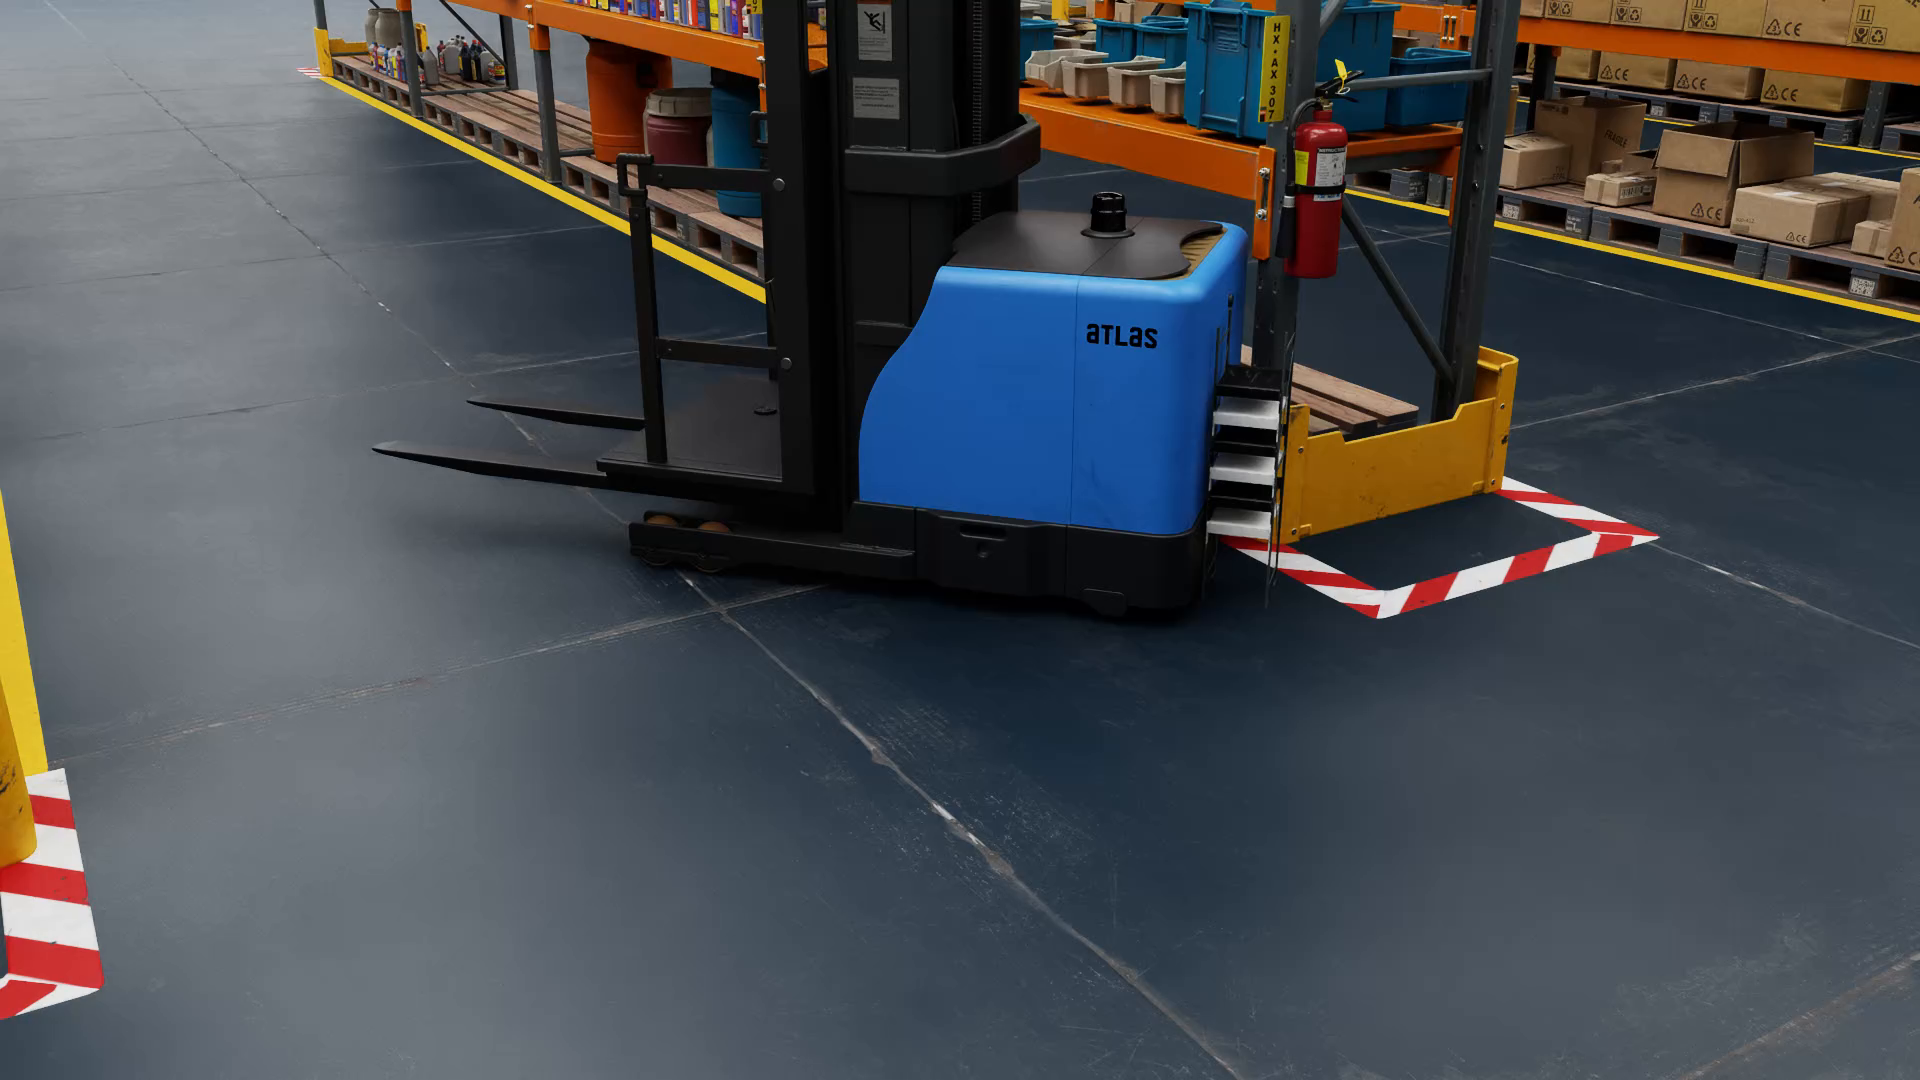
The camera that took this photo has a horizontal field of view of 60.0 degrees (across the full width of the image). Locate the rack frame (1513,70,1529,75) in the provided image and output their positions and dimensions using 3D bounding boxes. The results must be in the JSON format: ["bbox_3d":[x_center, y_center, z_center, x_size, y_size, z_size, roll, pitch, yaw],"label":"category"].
[{"bbox_3d":[5.897,-6.031,16.666,1.000,3.000,0.127,-13,25,-28],"label":"rack frame"}]

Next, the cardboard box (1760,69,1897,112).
[{"bbox_3d":[7.497,-4.120,14.263,0.750,0.750,0.750,-12,25,-28],"label":"cardboard box"}]

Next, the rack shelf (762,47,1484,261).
[{"bbox_3d":[0.445,-1.850,7.335,1.077,0.370,4.000,-13,25,-28],"label":"rack shelf"}]

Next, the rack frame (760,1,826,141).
[{"bbox_3d":[-0.576,-2.831,8.792,1.000,3.000,0.127,-13,25,-28],"label":"rack frame"}]

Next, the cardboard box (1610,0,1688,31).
[{"bbox_3d":[4.228,-3.284,9.774,0.500,0.500,0.500,-13,25,-29],"label":"cardboard box"}]

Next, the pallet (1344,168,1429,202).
[{"bbox_3d":[3.236,-2.747,12.289,1.003,0.211,1.213,-13,25,-28],"label":"pallet"}]

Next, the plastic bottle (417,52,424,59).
[{"bbox_3d":[-5.223,-4.614,16.213,0.152,0.276,0.135,-13,25,-28],"label":"plastic bottle"}]

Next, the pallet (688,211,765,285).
[{"bbox_3d":[-0.935,-1.797,9.952,1.003,0.211,1.213,-13,25,-28],"label":"pallet"}]

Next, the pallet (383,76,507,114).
[{"bbox_3d":[-4.970,-4.354,16.243,1.003,0.211,1.213,-13,25,-28],"label":"pallet"}]

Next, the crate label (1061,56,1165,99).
[{"bbox_3d":[0.596,-1.853,6.657,0.396,0.136,0.243,-13,25,-28],"label":"crate label"}]

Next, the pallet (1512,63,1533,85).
[{"bbox_3d":[5.500,-4.993,17.814,1.003,0.211,1.213,-13,25,-28],"label":"pallet"}]

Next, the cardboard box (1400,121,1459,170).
[{"bbox_3d":[3.186,-2.933,11.779,0.500,0.500,0.500,-13,25,-29],"label":"cardboard box"}]

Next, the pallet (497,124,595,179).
[{"bbox_3d":[-2.982,-3.092,13.139,1.003,0.211,1.213,-13,25,-28],"label":"pallet"}]

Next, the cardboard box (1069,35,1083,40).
[{"bbox_3d":[1.161,-4.380,14.953,0.500,0.311,0.500,-12,25,-27],"label":"cardboard box"}]

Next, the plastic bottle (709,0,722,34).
[{"bbox_3d":[-1.327,-3.043,9.379,0.144,0.351,0.185,-13,25,-28],"label":"plastic bottle"}]

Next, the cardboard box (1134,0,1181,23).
[{"bbox_3d":[2.710,-6.994,21.770,0.700,0.500,0.500,-14,26,-32],"label":"cardboard box"}]

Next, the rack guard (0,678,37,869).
[{"bbox_3d":[-2.779,0.582,3.715,1.175,0.500,0.348,-13,25,-28],"label":"rack guard"}]

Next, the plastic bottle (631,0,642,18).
[{"bbox_3d":[-1.968,-3.417,10.399,0.152,0.276,0.135,-13,25,-28],"label":"plastic bottle"}]

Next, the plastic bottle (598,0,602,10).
[{"bbox_3d":[-2.336,-3.596,10.938,0.097,0.201,0.097,0,22,0],"label":"plastic bottle"}]

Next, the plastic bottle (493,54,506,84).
[{"bbox_3d":[-4.449,-4.548,16.056,0.097,0.271,0.097,0,22,0],"label":"plastic bottle"}]

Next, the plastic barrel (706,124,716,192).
[{"bbox_3d":[-1.413,-2.481,10.679,0.421,0.512,0.421,0,22,0],"label":"plastic barrel"}]

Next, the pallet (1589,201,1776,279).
[{"bbox_3d":[4.661,-1.873,10.139,1.003,0.211,1.213,-13,25,-28],"label":"pallet"}]

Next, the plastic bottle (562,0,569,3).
[{"bbox_3d":[-2.676,-3.866,11.504,0.152,0.276,0.135,-13,25,-28],"label":"plastic bottle"}]

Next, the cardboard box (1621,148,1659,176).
[{"bbox_3d":[4.602,-2.368,10.640,0.500,0.311,0.500,-13,25,-28],"label":"cardboard box"}]

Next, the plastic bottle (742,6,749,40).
[{"bbox_3d":[-1.138,-2.836,9.070,0.097,0.201,0.097,0,22,0],"label":"plastic bottle"}]

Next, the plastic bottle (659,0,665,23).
[{"bbox_3d":[-1.770,-3.237,10.055,0.097,0.201,0.097,0,22,0],"label":"plastic bottle"}]

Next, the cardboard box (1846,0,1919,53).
[{"bbox_3d":[4.996,-2.794,8.568,0.500,0.500,0.500,-12,25,-28],"label":"cardboard box"}]

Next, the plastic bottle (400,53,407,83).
[{"bbox_3d":[-5.338,-4.612,16.109,0.144,0.351,0.185,-14,26,-31],"label":"plastic bottle"}]

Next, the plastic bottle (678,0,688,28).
[{"bbox_3d":[-1.568,-3.164,9.777,0.152,0.276,0.135,-13,25,-28],"label":"plastic bottle"}]

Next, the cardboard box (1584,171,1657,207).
[{"bbox_3d":[4.163,-2.218,10.463,0.380,0.166,0.250,-13,25,-28],"label":"cardboard box"}]

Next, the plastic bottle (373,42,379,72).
[{"bbox_3d":[-5.948,-4.937,16.998,0.061,0.283,0.133,-12,25,-27],"label":"plastic bottle"}]

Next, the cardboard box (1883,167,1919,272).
[{"bbox_3d":[5.238,-1.662,8.652,0.500,0.500,0.500,-13,25,-28],"label":"cardboard box"}]

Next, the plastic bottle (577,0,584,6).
[{"bbox_3d":[-2.548,-3.754,11.219,0.061,0.283,0.133,-13,25,-28],"label":"plastic bottle"}]

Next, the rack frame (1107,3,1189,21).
[{"bbox_3d":[1.641,-5.077,14.319,1.000,3.000,0.127,-13,25,-28],"label":"rack frame"}]

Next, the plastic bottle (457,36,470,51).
[{"bbox_3d":[-5.032,-4.937,16.908,0.144,0.351,0.185,-13,25,-29],"label":"plastic bottle"}]

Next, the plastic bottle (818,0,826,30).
[{"bbox_3d":[-0.770,-3.050,9.596,0.097,0.201,0.097,0,22,0],"label":"plastic bottle"}]

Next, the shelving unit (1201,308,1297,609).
[{"bbox_3d":[0.908,-0.253,5.238,0.210,0.900,0.258,7,23,16],"label":"shelving unit"}]

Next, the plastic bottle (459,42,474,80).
[{"bbox_3d":[-4.842,-4.711,16.351,0.144,0.351,0.185,-13,25,-28],"label":"plastic bottle"}]

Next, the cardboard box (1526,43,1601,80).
[{"bbox_3d":[6.160,-4.967,16.344,0.750,0.750,0.750,-13,25,-29],"label":"cardboard box"}]

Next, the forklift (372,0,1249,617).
[{"bbox_3d":[-0.596,-1.430,5.436,3.031,2.935,1.130,7,23,16],"label":"forklift"}]

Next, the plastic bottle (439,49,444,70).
[{"bbox_3d":[-5.313,-4.951,17.140,0.097,0.201,0.097,0,22,0],"label":"plastic bottle"}]

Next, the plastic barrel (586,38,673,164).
[{"bbox_3d":[-2.355,-3.160,11.926,0.600,0.830,0.708,-13,25,-28],"label":"plastic barrel"}]

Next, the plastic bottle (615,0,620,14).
[{"bbox_3d":[-2.169,-3.522,10.663,0.097,0.271,0.097,0,22,0],"label":"plastic bottle"}]

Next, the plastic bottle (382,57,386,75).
[{"bbox_3d":[-5.771,-4.801,16.771,0.097,0.201,0.097,0,22,0],"label":"plastic bottle"}]

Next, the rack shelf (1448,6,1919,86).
[{"bbox_3d":[4.706,-2.802,9.676,1.077,0.370,4.000,-13,25,-28],"label":"rack shelf"}]

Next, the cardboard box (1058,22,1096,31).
[{"bbox_3d":[1.092,-4.818,16.030,0.500,0.311,0.500,-13,26,-30],"label":"cardboard box"}]

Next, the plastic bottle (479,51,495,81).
[{"bbox_3d":[-4.637,-4.649,16.300,0.152,0.276,0.135,-12,25,-26],"label":"plastic bottle"}]

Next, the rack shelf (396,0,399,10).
[{"bbox_3d":[-5.684,-5.735,16.892,1.077,0.370,4.000,-13,25,-28],"label":"rack shelf"}]

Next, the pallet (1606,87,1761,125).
[{"bbox_3d":[6.855,-4.075,15.557,1.003,0.211,1.213,-13,25,-28],"label":"pallet"}]

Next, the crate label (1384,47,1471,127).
[{"bbox_3d":[1.624,-1.629,5.979,0.416,0.233,0.303,-13,25,-28],"label":"crate label"}]

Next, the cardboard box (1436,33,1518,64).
[{"bbox_3d":[5.485,-5.300,17.603,0.700,0.500,0.500,-12,25,-27],"label":"cardboard box"}]

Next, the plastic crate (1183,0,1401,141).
[{"bbox_3d":[1.135,-1.653,5.767,0.616,0.435,0.499,-13,25,-28],"label":"plastic crate"}]

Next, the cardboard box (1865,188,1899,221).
[{"bbox_3d":[5.438,-1.810,9.348,0.500,0.250,0.500,-13,25,-28],"label":"cardboard box"}]

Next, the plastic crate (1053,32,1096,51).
[{"bbox_3d":[0.572,-2.231,7.586,0.293,0.136,0.466,-13,25,-28],"label":"plastic crate"}]

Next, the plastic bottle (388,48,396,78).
[{"bbox_3d":[-5.582,-4.736,16.512,0.152,0.276,0.135,-12,25,-27],"label":"plastic bottle"}]

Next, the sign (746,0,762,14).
[{"bbox_3d":[-1.050,-2.854,8.482,0.100,0.325,0.005,-13,25,-28],"label":"sign"}]

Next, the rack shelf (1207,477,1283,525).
[{"bbox_3d":[0.908,-0.139,5.285,0.200,0.077,0.258,7,23,16],"label":"rack shelf"}]

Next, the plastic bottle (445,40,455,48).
[{"bbox_3d":[-5.286,-5.060,17.311,0.152,0.276,0.135,-12,25,-28],"label":"plastic bottle"}]

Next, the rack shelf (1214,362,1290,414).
[{"bbox_3d":[0.908,-0.472,5.149,0.200,0.077,0.258,7,23,16],"label":"rack shelf"}]
